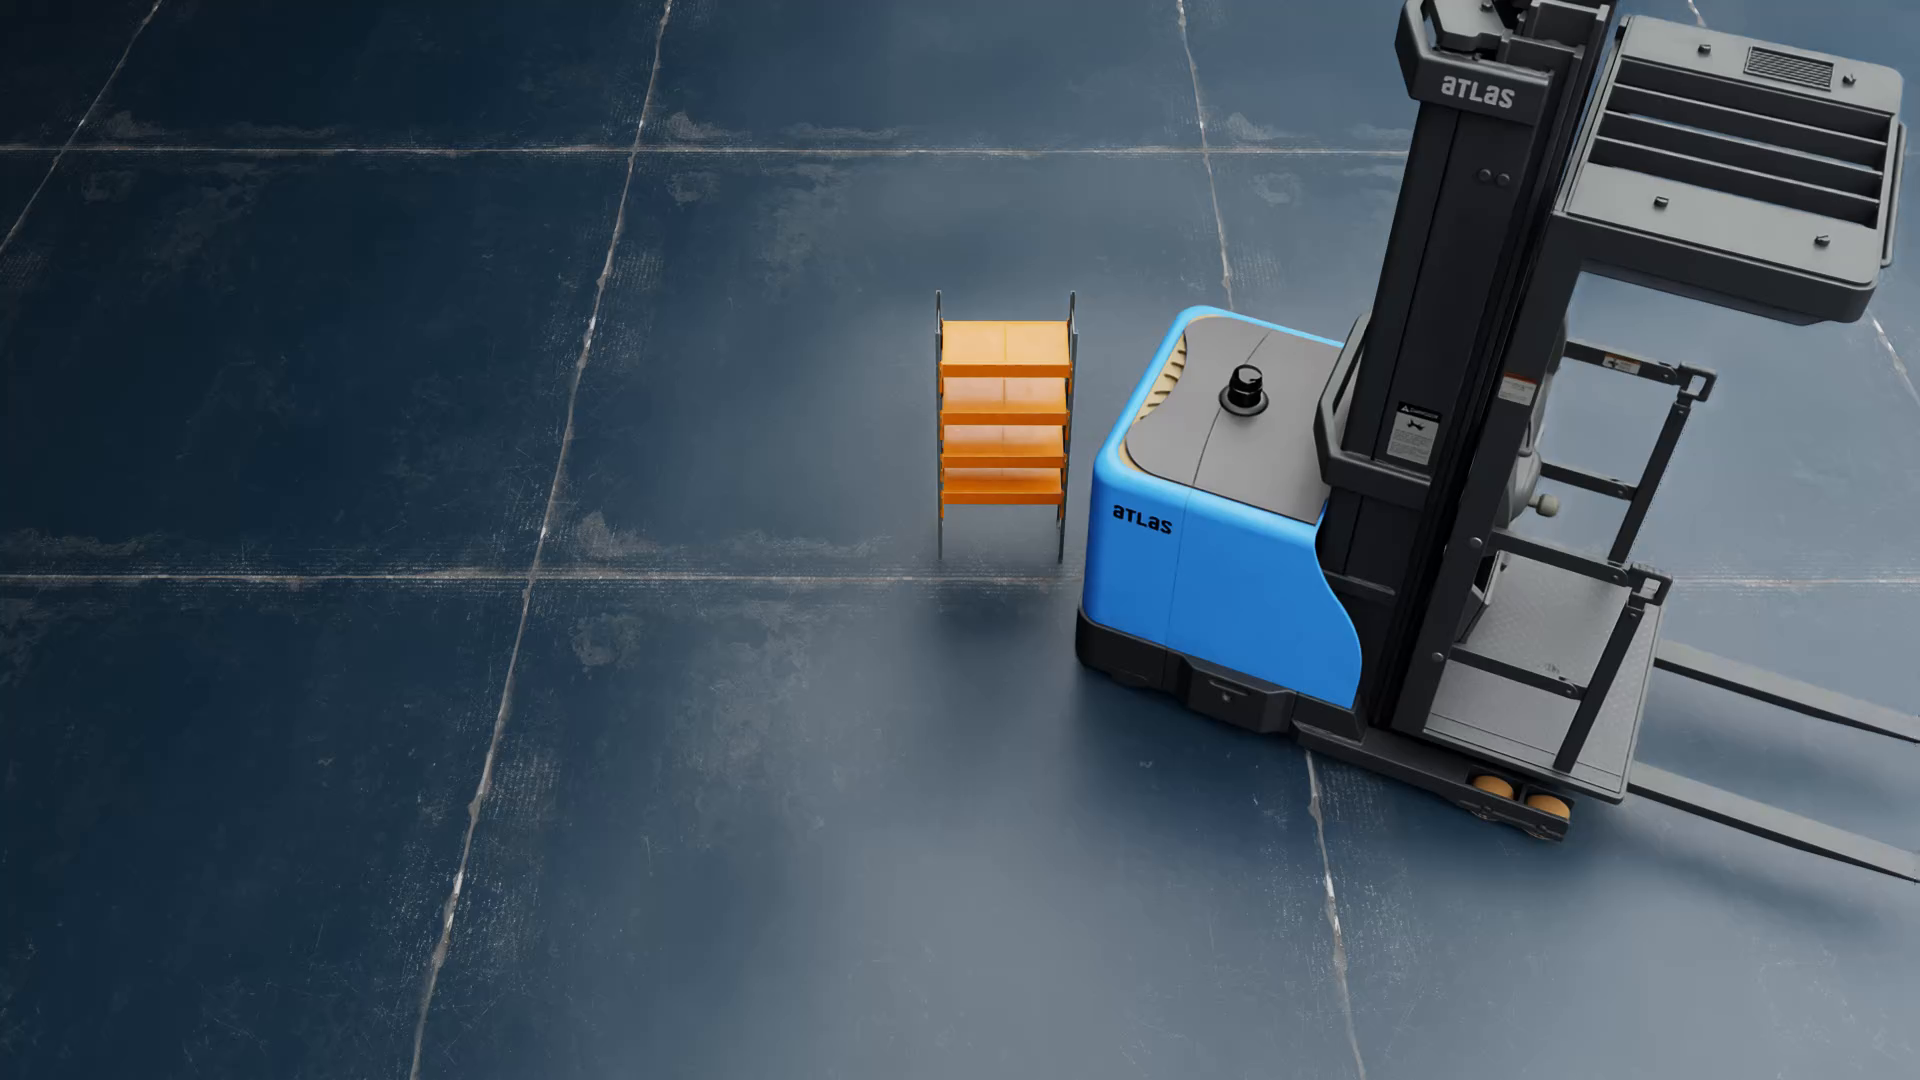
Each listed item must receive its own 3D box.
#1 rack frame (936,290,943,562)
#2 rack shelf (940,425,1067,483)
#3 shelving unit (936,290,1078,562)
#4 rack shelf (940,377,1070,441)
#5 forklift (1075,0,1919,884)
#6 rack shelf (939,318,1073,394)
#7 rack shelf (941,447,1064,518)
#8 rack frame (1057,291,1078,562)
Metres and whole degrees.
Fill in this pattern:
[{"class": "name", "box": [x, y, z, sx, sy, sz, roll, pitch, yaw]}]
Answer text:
[{"class": "rack frame", "box": [-0.078, -0.409, 6.392, 0.015, 1.200, 0.240, 0, 47, 0]}, {"class": "rack shelf", "box": [0.166, -0.362, 6.440, 0.480, 0.148, 0.258, 0, 47, 0]}, {"class": "shelving unit", "box": [0.166, -0.408, 6.391, 0.503, 1.200, 0.258, 0, 47, 0]}, {"class": "rack shelf", "box": [0.166, -0.515, 6.277, 0.480, 0.148, 0.258, 0, 47, 0]}, {"class": "forklift", "box": [2.000, -0.393, 5.194, 3.031, 2.935, 1.130, 18, 50, 16]}, {"class": "rack shelf", "box": [0.166, -0.676, 6.104, 0.480, 0.148, 0.258, 0, 47, 0]}, {"class": "rack shelf", "box": [0.166, -0.227, 6.586, 0.480, 0.148, 0.258, 0, 47, 0]}, {"class": "rack frame", "box": [0.410, -0.408, 6.391, 0.015, 1.200, 0.240, 0, 47, 0]}]
